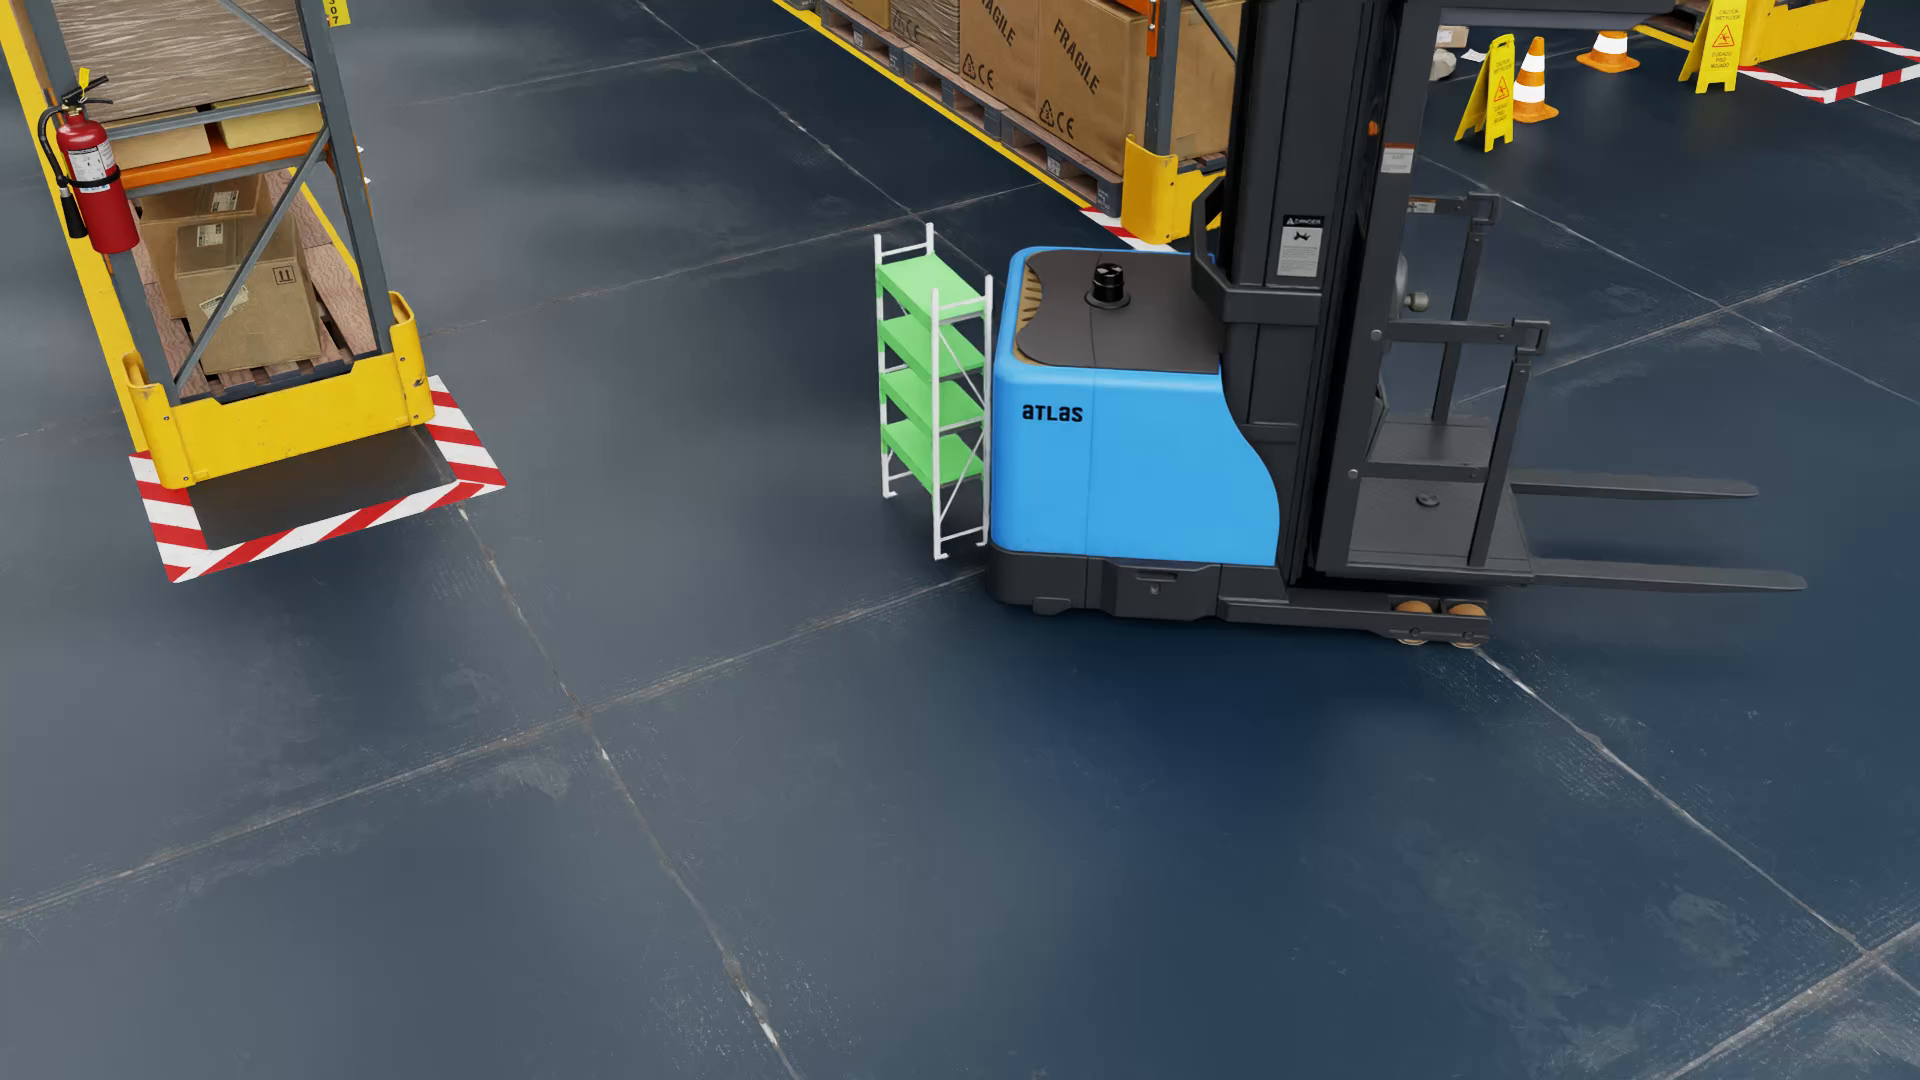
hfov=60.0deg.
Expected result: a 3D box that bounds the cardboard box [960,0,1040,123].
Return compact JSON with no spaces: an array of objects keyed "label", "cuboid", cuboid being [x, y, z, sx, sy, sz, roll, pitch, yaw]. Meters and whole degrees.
[{"label":"cardboard box","cuboid":[0.594,-3.138,9.948,0.875,0.875,0.875,-20,40,-25]}]

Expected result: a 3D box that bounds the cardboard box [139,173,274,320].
[{"label":"cardboard box","cuboid":[-3.533,-1.412,7.903,0.500,0.500,0.500,-9,37,-12]}]

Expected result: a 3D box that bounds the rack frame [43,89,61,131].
[{"label":"rack frame","cuboid":[-4.914,-3.673,9.236,1.000,3.000,0.127,-19,40,-24]}]

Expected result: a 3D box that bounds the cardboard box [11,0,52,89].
[{"label":"cardboard box","cuboid":[-3.511,-2.302,7.022,0.875,0.500,0.500,-19,40,-24]}]

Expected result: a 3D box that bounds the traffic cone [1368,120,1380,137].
[{"label":"traffic cone","cuboid":[2.396,-2.719,10.080,0.336,0.463,0.334,-19,40,-24]}]

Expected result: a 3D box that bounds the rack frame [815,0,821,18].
[{"label":"rack frame","cuboid":[-0.574,-5.092,11.178,1.000,3.000,0.127,-19,40,-24]}]

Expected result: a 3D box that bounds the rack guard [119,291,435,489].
[{"label":"rack guard","cuboid":[-2.942,-0.663,7.234,1.175,0.500,0.348,-19,40,-24]}]

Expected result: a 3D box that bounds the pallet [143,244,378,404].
[{"label":"pallet","cuboid":[-3.320,-0.971,7.901,1.003,0.211,1.213,-19,40,-24]}]

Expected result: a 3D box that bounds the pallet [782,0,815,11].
[{"label":"pallet","cuboid":[-1.027,-4.337,12.509,1.003,0.211,1.213,-19,40,-24]}]

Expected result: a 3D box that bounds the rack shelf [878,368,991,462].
[{"label":"rack shelf","cuboid":[-0.104,-0.518,6.551,0.258,0.148,0.480,-17,39,-21]}]

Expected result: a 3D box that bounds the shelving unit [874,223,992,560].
[{"label":"shelving unit","cuboid":[-0.104,-0.570,6.513,0.258,1.200,0.503,-17,39,-21]}]

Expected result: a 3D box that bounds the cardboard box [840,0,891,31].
[{"label":"cardboard box","cuboid":[-0.319,-4.062,11.213,0.875,0.875,0.875,-18,40,-23]}]

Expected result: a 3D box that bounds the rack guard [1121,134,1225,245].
[{"label":"rack guard","cuboid":[1.448,-2.030,9.106,1.175,0.500,0.348,-19,40,-24]}]

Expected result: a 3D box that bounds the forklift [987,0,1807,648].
[{"label":"forklift","cuboid":[1.651,-1.111,5.785,3.031,2.935,1.130,3,36,4]}]

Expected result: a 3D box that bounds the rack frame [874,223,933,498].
[{"label":"rack frame","cuboid":[-0.214,-0.698,6.689,0.240,1.200,0.015,-17,39,-21]}]

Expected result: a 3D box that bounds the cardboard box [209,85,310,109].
[{"label":"cardboard box","cuboid":[-2.950,-1.881,6.996,0.380,0.149,0.250,-19,40,-24]}]

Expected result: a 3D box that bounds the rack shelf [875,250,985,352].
[{"label":"rack shelf","cuboid":[-0.104,-0.906,6.268,0.258,0.148,0.480,-17,39,-21]}]

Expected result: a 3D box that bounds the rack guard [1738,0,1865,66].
[{"label":"rack guard","cuboid":[5.626,-3.599,11.254,1.175,0.500,0.348,-19,40,-24]}]

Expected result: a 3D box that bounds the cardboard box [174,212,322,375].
[{"label":"cardboard box","cuboid":[-3.203,-1.117,7.500,0.500,0.500,0.500,-12,38,-16]}]

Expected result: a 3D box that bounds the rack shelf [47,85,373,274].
[{"label":"rack shelf","cuboid":[-3.909,-2.363,8.052,1.077,0.370,4.000,-19,40,-24]}]

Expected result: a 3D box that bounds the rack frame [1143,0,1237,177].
[{"label":"rack frame","cuboid":[1.435,-3.052,8.385,1.000,3.000,0.127,-19,40,-24]}]

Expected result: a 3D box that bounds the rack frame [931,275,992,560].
[{"label":"rack frame","cuboid":[0.007,-0.442,6.337,0.240,1.200,0.015,-17,39,-21]}]

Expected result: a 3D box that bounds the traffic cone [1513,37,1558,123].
[{"label":"traffic cone","cuboid":[3.544,-2.880,10.301,0.336,0.463,0.334,-19,40,-24]}]

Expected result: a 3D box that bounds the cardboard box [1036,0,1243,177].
[{"label":"cardboard box","cuboid":[1.038,-2.690,9.335,0.875,0.875,0.875,-19,40,-24]}]

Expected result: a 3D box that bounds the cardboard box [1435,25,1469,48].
[{"label":"cardboard box","cuboid":[3.260,-3.488,11.400,0.380,0.149,0.250,0,36,0]}]

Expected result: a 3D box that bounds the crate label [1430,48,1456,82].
[{"label":"crate label","cuboid":[3.096,-3.131,10.921,0.298,0.136,0.250,19,40,24]}]

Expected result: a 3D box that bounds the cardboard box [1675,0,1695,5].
[{"label":"cardboard box","cuboid":[5.014,-3.974,11.623,0.500,0.250,0.500,-19,40,-24]}]

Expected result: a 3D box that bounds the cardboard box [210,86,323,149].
[{"label":"cardboard box","cuboid":[-2.841,-1.748,6.813,0.380,0.149,0.250,-19,40,-24]}]

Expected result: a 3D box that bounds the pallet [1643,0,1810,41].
[{"label":"pallet","cuboid":[5.249,-3.908,11.921,1.003,0.211,1.213,-19,40,-24]}]

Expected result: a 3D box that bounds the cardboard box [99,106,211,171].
[{"label":"cardboard box","cuboid":[-3.226,-1.616,6.633,0.380,0.149,0.250,-19,40,-24]}]

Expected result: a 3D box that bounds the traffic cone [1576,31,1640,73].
[{"label":"traffic cone","cuboid":[4.333,-3.383,10.989,0.336,0.463,0.334,-19,40,-24]}]

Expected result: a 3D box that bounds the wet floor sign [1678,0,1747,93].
[{"label":"wet floor sign","cuboid":[4.835,-3.205,10.592,0.267,0.644,0.232,-6,37,-8]}]

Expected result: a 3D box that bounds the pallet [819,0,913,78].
[{"label":"pallet","cuboid":[-0.260,-3.555,11.438,1.003,0.211,1.213,-19,40,-24]}]

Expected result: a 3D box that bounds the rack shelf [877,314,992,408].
[{"label":"rack shelf","cuboid":[-0.104,-0.712,6.409,0.258,0.148,0.480,-17,39,-21]}]

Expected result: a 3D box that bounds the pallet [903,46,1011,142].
[{"label":"pallet","cuboid":[0.357,-2.932,10.585,1.003,0.211,1.213,-19,40,-24]}]

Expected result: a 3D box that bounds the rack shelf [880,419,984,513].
[{"label":"rack shelf","cuboid":[-0.104,-0.325,6.692,0.258,0.148,0.480,-17,39,-21]}]

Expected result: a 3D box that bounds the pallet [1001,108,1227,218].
[{"label":"pallet","cuboid":[0.966,-2.310,9.734,1.003,0.211,1.213,-19,40,-24]}]

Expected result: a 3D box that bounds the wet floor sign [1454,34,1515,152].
[{"label":"wet floor sign","cuboid":[3.162,-2.673,9.863,0.267,0.644,0.232,-26,44,-31]}]

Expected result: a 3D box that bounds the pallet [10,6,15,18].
[{"label":"pallet","cuboid":[-6.532,-4.188,12.306,1.003,0.211,1.213,-19,40,-24]}]

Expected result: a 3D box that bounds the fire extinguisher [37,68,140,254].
[{"label":"fire extinguisher","cuboid":[-3.245,-1.407,6.199,0.296,0.674,0.183,-19,40,-24]}]

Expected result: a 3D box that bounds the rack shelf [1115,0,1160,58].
[{"label":"rack shelf","cuboid":[0.431,-3.781,9.994,1.077,0.370,4.000,-19,40,-24]}]

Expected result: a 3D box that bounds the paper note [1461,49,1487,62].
[{"label":"paper note","cuboid":[3.469,-3.263,11.192,0.142,0.019,0.148,26,44,31]}]

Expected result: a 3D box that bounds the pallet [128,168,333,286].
[{"label":"pallet","cuboid":[-3.929,-1.593,8.751,1.003,0.211,1.213,-19,40,-24]}]

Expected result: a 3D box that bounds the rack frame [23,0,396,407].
[{"label":"rack frame","cuboid":[-2.904,-1.634,6.443,1.000,3.000,0.127,-19,40,-24]}]

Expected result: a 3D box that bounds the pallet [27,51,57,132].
[{"label":"pallet","cuboid":[-5.306,-2.944,10.602,1.003,0.211,1.213,-19,40,-24]}]

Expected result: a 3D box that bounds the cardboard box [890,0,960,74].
[{"label":"cardboard box","cuboid":[0.137,-3.603,10.586,0.875,0.875,0.875,-19,40,-24]}]

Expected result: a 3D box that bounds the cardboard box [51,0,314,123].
[{"label":"cardboard box","cuboid":[-3.156,-2.083,6.721,0.875,0.500,0.500,-19,40,-24]}]

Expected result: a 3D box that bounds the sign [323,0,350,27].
[{"label":"sign","cuboid":[-2.435,-2.144,6.408,0.100,0.325,0.005,-19,40,-24]}]

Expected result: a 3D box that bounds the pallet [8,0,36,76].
[{"label":"pallet","cuboid":[-5.923,-3.567,11.455,1.003,0.211,1.213,-19,40,-24]}]

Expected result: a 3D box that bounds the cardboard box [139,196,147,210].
[{"label":"cardboard box","cuboid":[-3.831,-1.737,8.348,0.500,0.500,0.500,-15,39,-20]}]
